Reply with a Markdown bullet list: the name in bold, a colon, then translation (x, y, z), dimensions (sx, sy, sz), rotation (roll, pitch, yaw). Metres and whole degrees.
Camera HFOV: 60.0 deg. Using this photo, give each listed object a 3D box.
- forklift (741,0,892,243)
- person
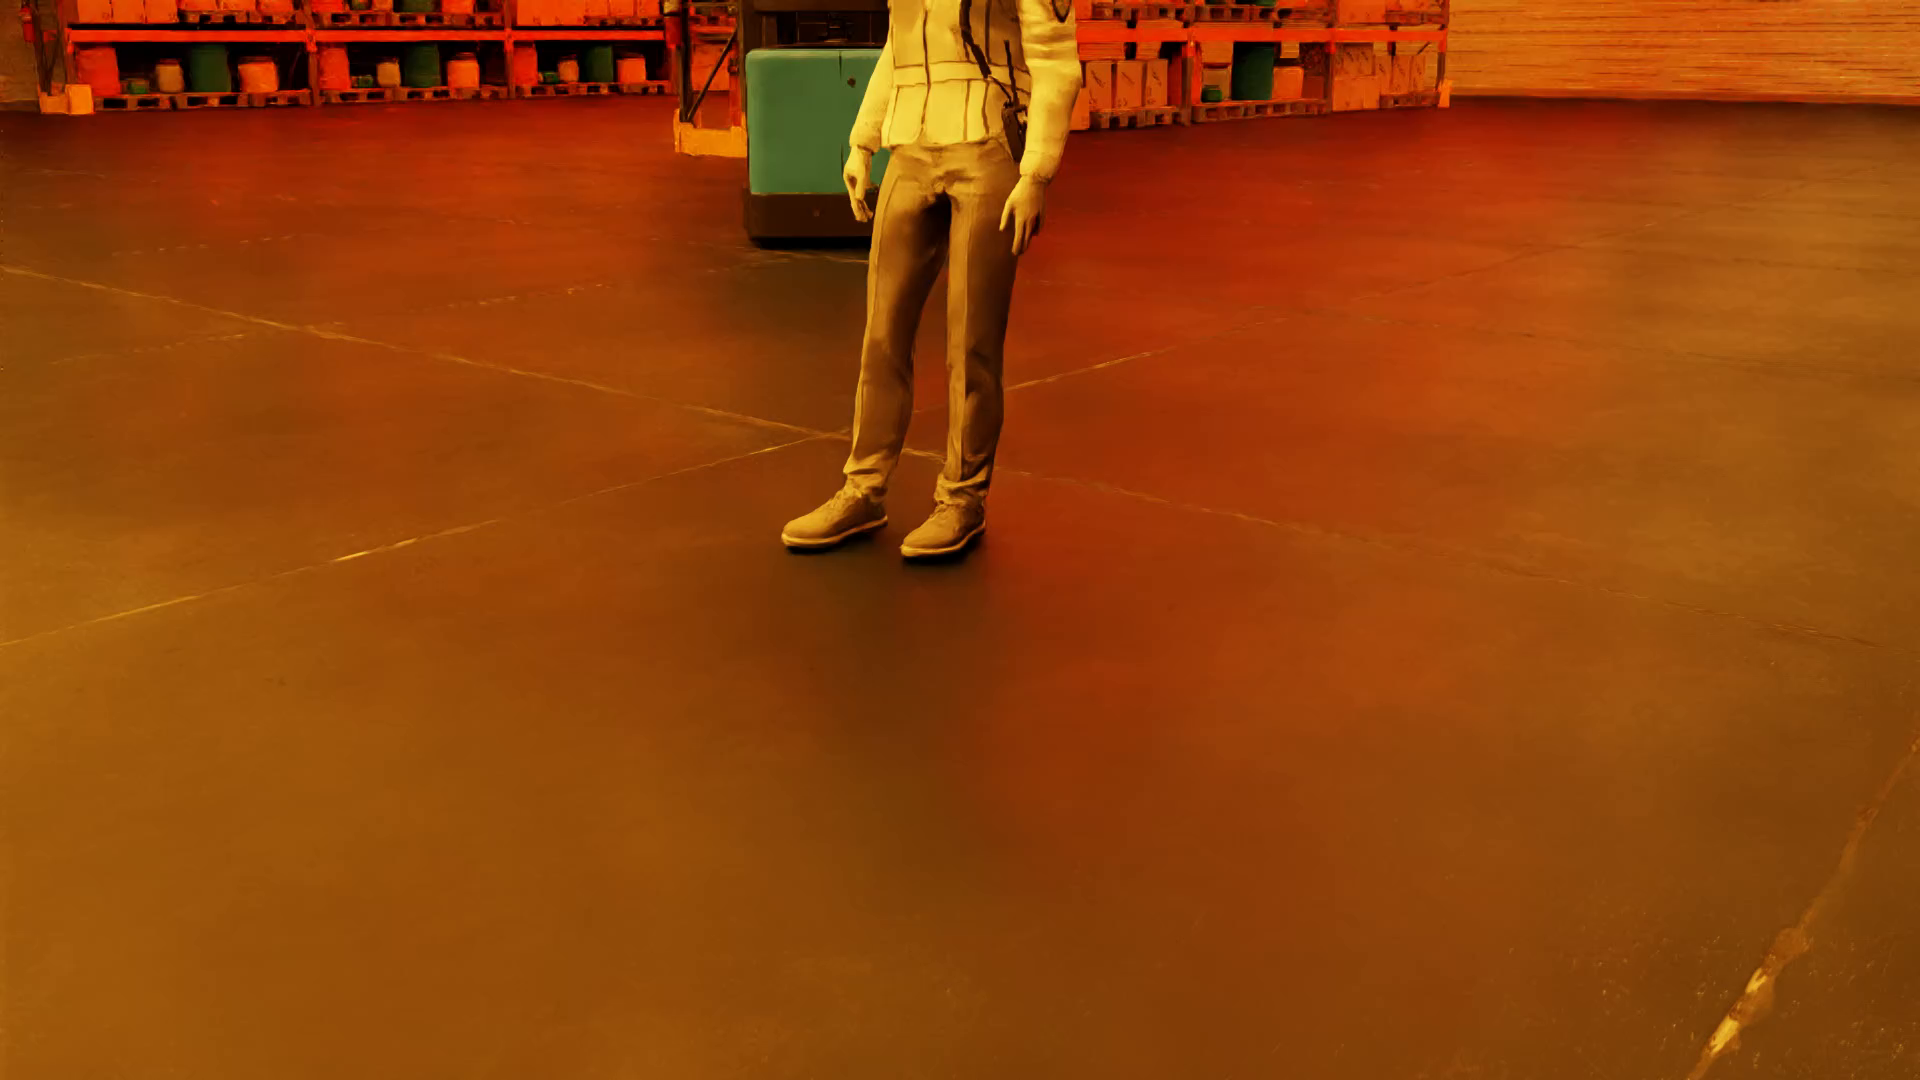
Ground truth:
- **forklift**: translation (-0.806, -3.461, 10.296), dimensions (1.130, 2.935, 3.031), rotation (-2, 17, -6)
- **person**: translation (-0.048, -0.804, 3.648), dimensions (0.586, 1.695, 0.532), rotation (13, 21, 37)
